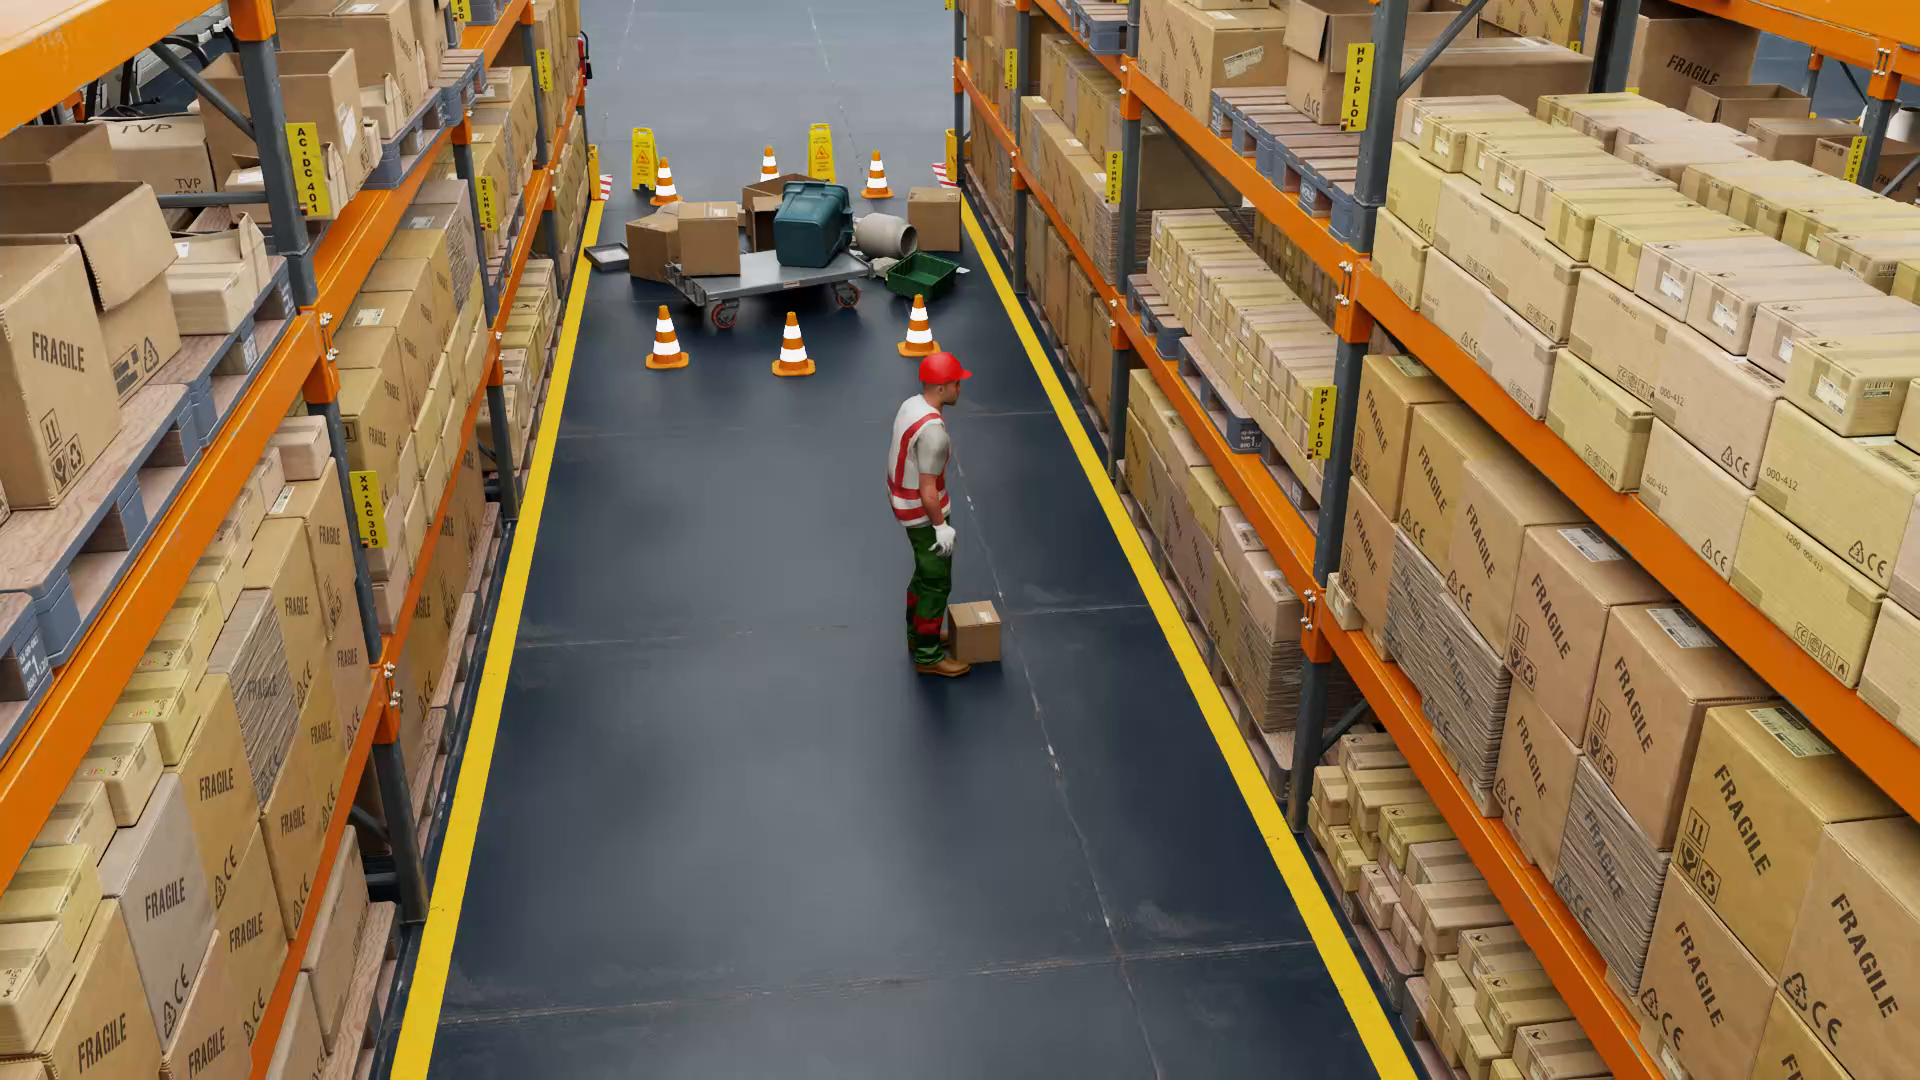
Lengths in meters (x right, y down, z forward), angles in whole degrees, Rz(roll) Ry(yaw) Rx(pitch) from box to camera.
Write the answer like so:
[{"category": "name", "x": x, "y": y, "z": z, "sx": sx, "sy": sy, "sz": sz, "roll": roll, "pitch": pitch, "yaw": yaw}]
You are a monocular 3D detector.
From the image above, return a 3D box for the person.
[{"category": "person", "x": -0.152, "y": -0.148, "z": 8.893, "sx": 0.449, "sy": 1.778, "sz": 0.610, "roll": -5, "pitch": 27, "yaw": -9}]
